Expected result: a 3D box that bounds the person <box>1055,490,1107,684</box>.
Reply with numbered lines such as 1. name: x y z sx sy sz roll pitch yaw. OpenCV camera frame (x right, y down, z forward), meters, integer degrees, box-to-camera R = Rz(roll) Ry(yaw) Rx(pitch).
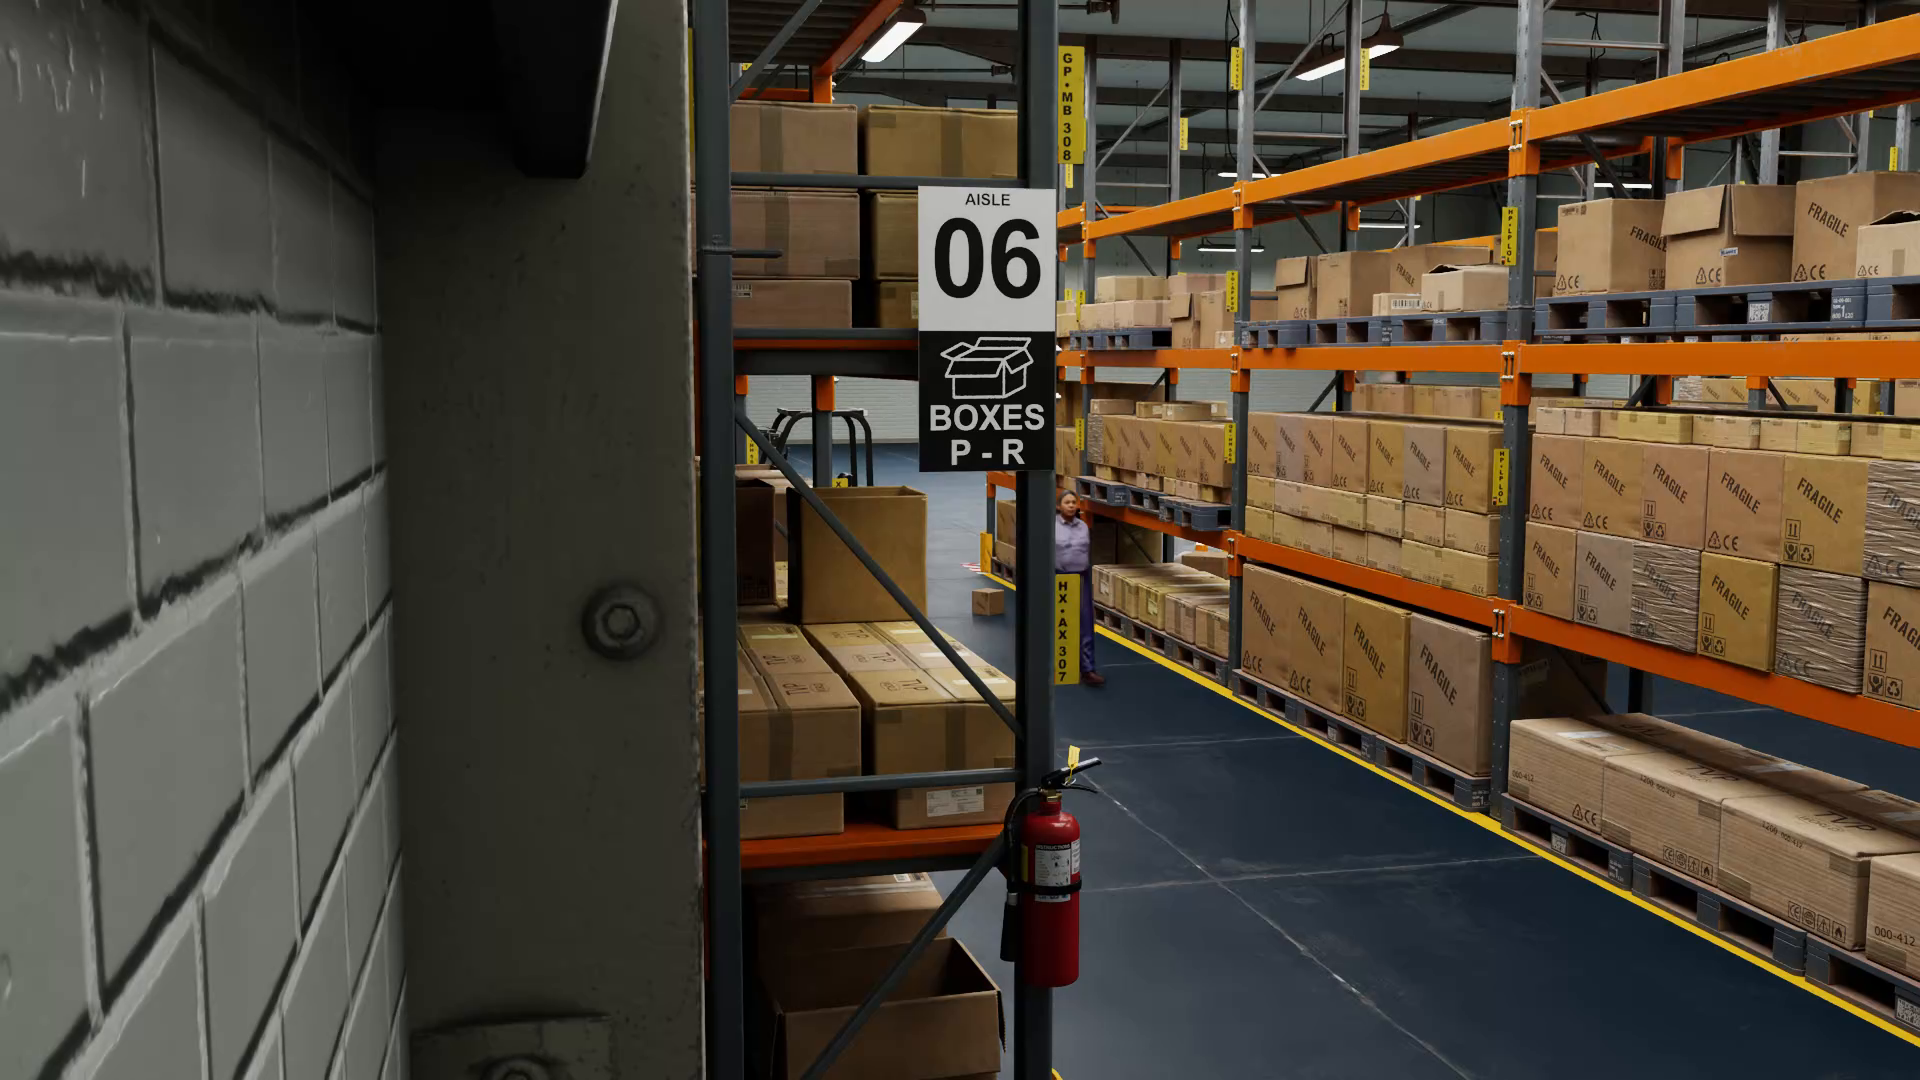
1. person: 0.905 0.376 14.060 0.499 1.591 0.997 -2 7 -18
